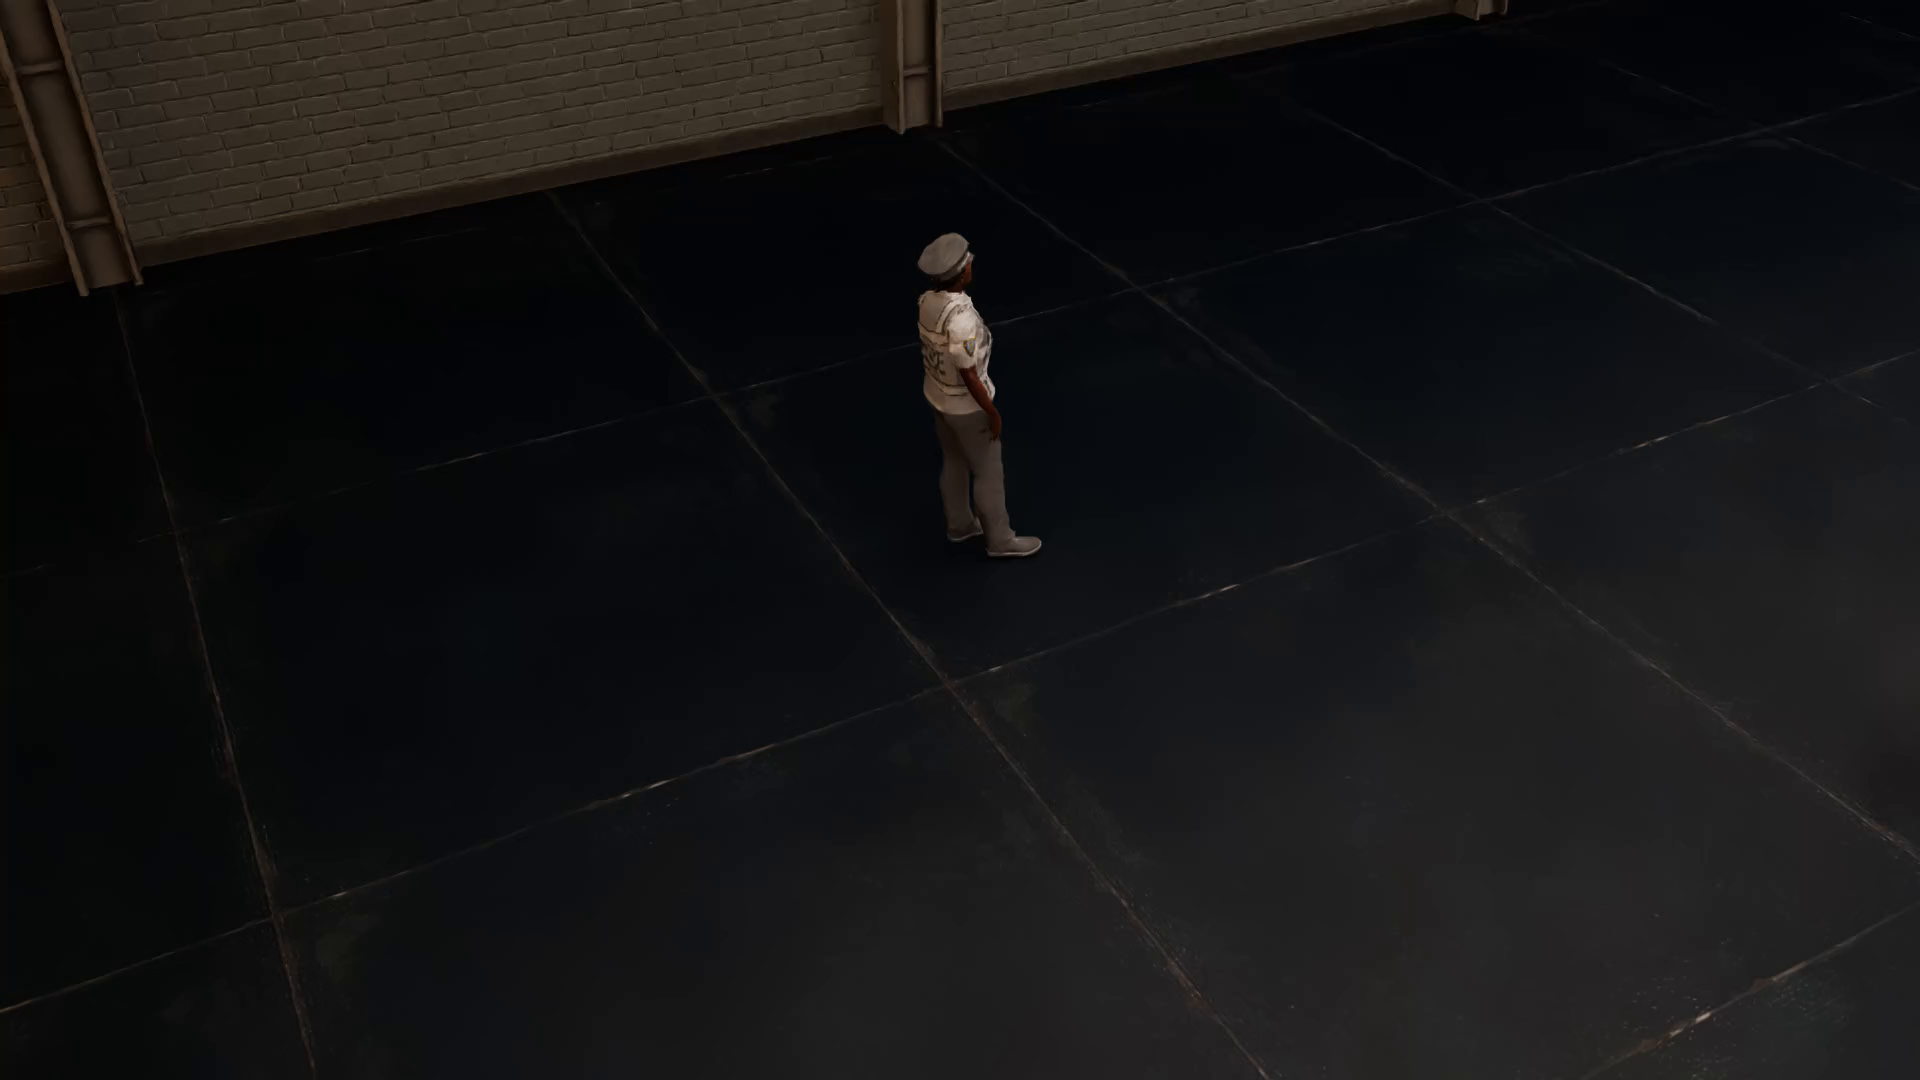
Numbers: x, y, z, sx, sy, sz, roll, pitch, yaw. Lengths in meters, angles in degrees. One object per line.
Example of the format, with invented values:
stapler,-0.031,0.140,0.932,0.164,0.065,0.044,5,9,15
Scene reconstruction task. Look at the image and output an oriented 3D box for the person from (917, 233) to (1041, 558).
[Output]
person,0.075,-0.709,8.183,0.529,1.695,0.570,-17,39,-23
